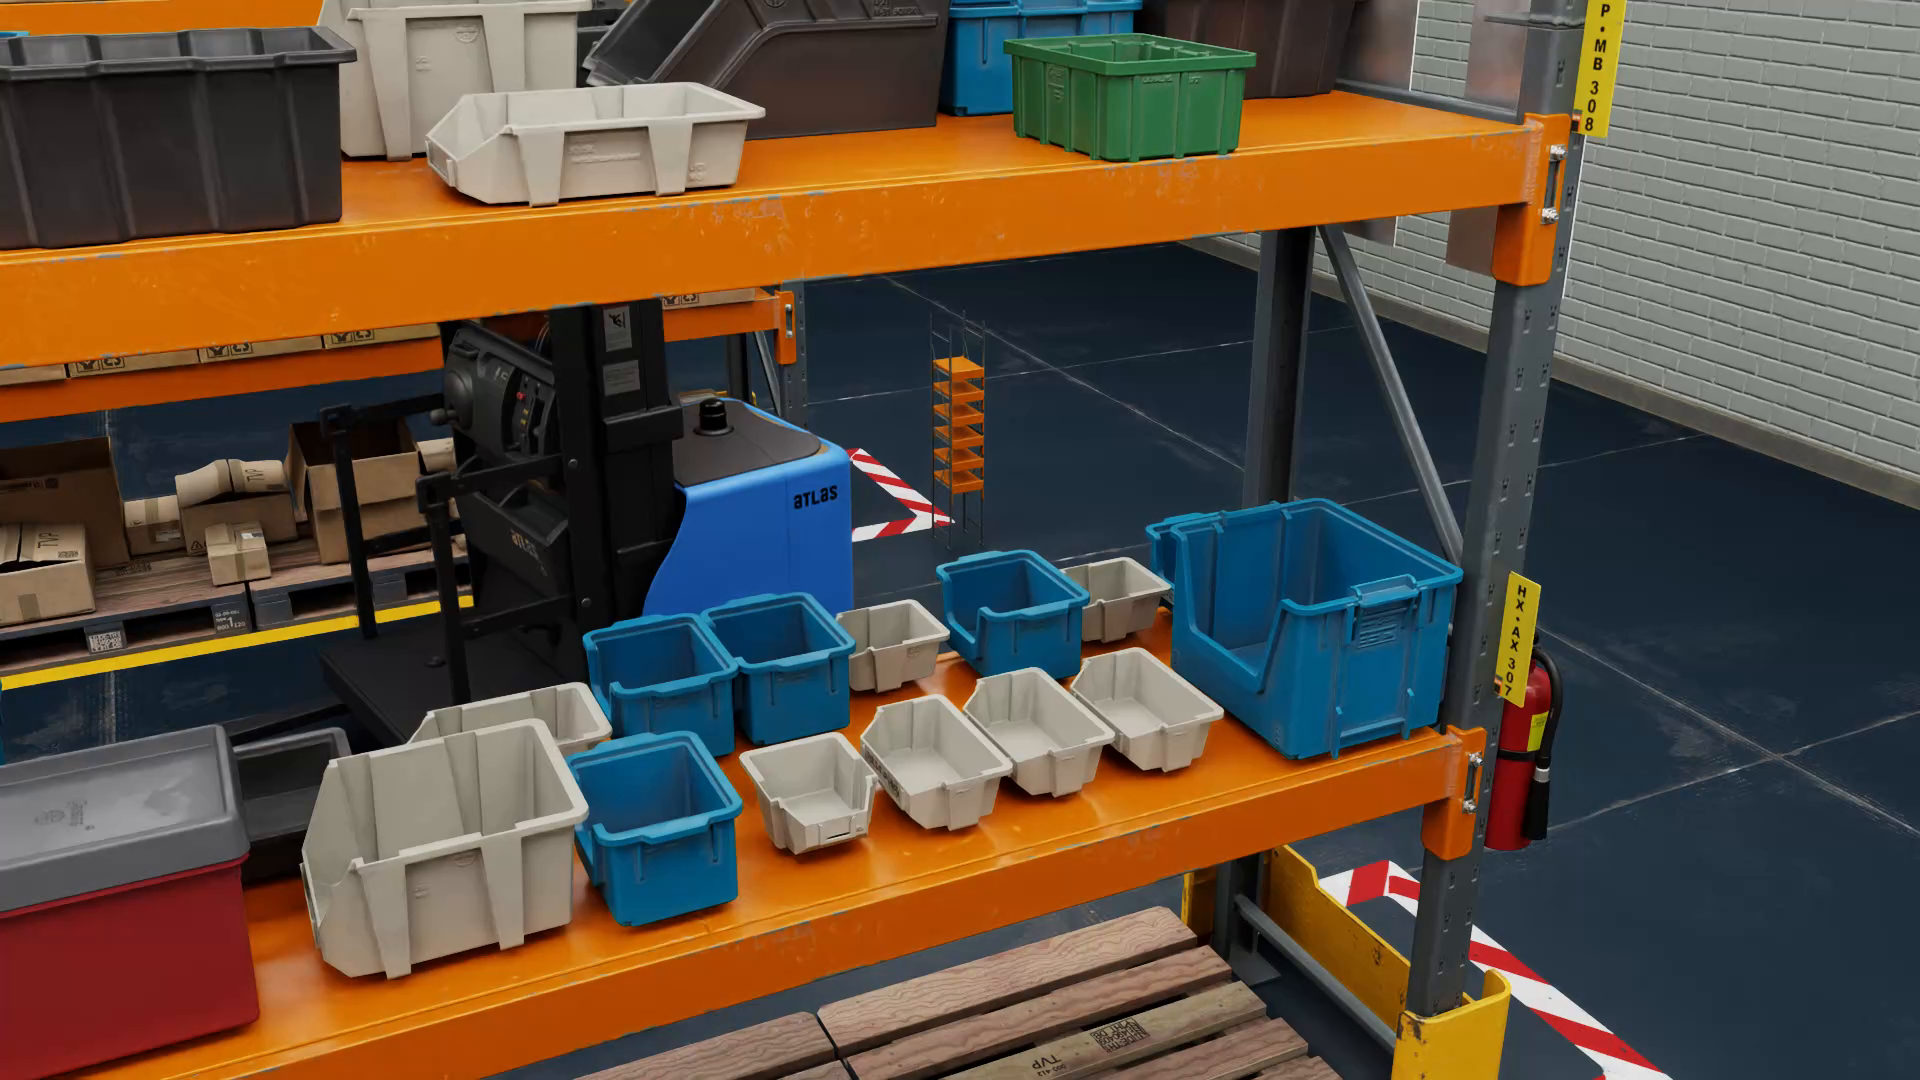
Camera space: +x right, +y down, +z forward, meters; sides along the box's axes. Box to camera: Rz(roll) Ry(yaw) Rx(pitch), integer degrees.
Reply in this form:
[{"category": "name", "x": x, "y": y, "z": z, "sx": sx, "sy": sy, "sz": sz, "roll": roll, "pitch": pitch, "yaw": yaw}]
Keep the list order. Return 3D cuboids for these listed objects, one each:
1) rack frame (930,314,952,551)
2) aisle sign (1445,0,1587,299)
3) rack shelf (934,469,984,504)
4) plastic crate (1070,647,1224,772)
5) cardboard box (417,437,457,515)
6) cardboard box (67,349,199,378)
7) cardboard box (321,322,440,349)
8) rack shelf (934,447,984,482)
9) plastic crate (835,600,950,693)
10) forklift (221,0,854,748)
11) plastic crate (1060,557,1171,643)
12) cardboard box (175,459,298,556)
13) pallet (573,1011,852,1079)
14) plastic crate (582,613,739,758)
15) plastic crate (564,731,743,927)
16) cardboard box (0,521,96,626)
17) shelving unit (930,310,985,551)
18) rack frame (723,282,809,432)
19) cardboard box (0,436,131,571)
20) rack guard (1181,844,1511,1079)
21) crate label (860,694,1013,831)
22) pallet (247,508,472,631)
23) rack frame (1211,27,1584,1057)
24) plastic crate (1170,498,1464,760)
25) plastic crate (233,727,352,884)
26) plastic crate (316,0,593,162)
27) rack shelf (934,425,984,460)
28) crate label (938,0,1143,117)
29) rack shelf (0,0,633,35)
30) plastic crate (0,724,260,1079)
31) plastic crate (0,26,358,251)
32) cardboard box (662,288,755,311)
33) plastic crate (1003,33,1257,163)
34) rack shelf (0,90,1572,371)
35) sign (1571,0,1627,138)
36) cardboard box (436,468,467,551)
[{"category": "rack frame", "x": -0.095, "y": -0.537, "z": 8.478, "sx": 0.006, "sy": 1.200, "sz": 0.240, "roll": -10, "pitch": 25, "yaw": -24}, {"category": "aisle sign", "x": 1.287, "y": -0.981, "z": 3.800, "sx": 0.004, "sy": 0.787, "sz": 0.394, "roll": -10, "pitch": 25, "yaw": -24}, {"category": "rack shelf", "x": -0.013, "y": -0.289, "z": 8.624, "sx": 0.180, "sy": 0.103, "sz": 0.258, "roll": -10, "pitch": 25, "yaw": -24}, {"category": "plastic crate", "x": 0.439, "y": 0.423, "z": 4.074, "sx": 0.243, "sy": 0.136, "sz": 0.396, "roll": -10, "pitch": 25, "yaw": -24}, {"category": "cardboard box", "x": -2.564, "y": -0.351, "z": 8.697, "sx": 0.500, "sy": 0.250, "sz": 0.500, "roll": -10, "pitch": 25, "yaw": -24}, {"category": "cardboard box", "x": -3.616, "y": -1.036, "z": 7.201, "sx": 0.500, "sy": 0.500, "sz": 0.500, "roll": -10, "pitch": 24, "yaw": -23}, {"category": "cardboard box", "x": -2.707, "y": -1.203, "z": 7.604, "sx": 0.500, "sy": 0.500, "sz": 0.500, "roll": -11, "pitch": 25, "yaw": -24}, {"category": "rack shelf", "x": -0.013, "y": -0.400, "z": 8.578, "sx": 0.180, "sy": 0.103, "sz": 0.258, "roll": -10, "pitch": 25, "yaw": -24}, {"category": "plastic crate", "x": -0.206, "y": 0.290, "z": 4.395, "sx": 0.298, "sy": 0.136, "sz": 0.250, "roll": -10, "pitch": 25, "yaw": -24}, {"category": "forklift", "x": -1.913, "y": -0.532, "z": 6.202, "sx": 3.031, "sy": 2.935, "sz": 1.130, "roll": -17, "pitch": 28, "yaw": -35}, {"category": "plastic crate", "x": 0.405, "y": 0.177, "z": 4.667, "sx": 0.298, "sy": 0.136, "sz": 0.250, "roll": -10, "pitch": 25, "yaw": -24}, {"category": "cardboard box", "x": -3.588, "y": -0.191, "z": 8.230, "sx": 0.500, "sy": 0.311, "sz": 0.500, "roll": -10, "pitch": 25, "yaw": -24}, {"category": "pallet", "x": -0.762, "y": 1.744, "z": 4.262, "sx": 1.213, "sy": 0.211, "sz": 1.003, "roll": -10, "pitch": 25, "yaw": -24}, {"category": "plastic crate", "x": -0.727, "y": 0.376, "z": 4.060, "sx": 0.300, "sy": 0.233, "sz": 0.416, "roll": -10, "pitch": 25, "yaw": -24}, {"category": "plastic crate", "x": -0.644, "y": 0.609, "z": 3.496, "sx": 0.300, "sy": 0.233, "sz": 0.416, "roll": -10, "pitch": 25, "yaw": -24}, {"category": "cardboard box", "x": -4.182, "y": 0.131, "z": 7.453, "sx": 0.500, "sy": 0.311, "sz": 0.500, "roll": -10, "pitch": 25, "yaw": -24}, {"category": "shelving unit", "x": -0.013, "y": -0.552, "z": 8.515, "sx": 0.189, "sy": 1.200, "sz": 0.258, "roll": -10, "pitch": 25, "yaw": -24}, {"category": "rack frame", "x": -1.050, "y": -1.577, "z": 8.638, "sx": 0.127, "sy": 3.000, "sz": 1.000, "roll": -10, "pitch": 25, "yaw": -24}, {"category": "cardboard box", "x": -4.263, "y": -0.154, "z": 7.893, "sx": 0.500, "sy": 0.500, "sz": 0.500, "roll": -10, "pitch": 25, "yaw": -24}, {"category": "rack guard", "x": 1.111, "y": 1.277, "z": 5.011, "sx": 0.348, "sy": 0.500, "sz": 1.175, "roll": -10, "pitch": 25, "yaw": -24}, {"category": "crate label", "x": -0.069, "y": 0.520, "z": 3.837, "sx": 0.243, "sy": 0.136, "sz": 0.396, "roll": -10, "pitch": 25, "yaw": -24}, {"category": "pallet", "x": -2.934, "y": 0.058, "z": 8.335, "sx": 1.213, "sy": 0.211, "sz": 1.003, "roll": -10, "pitch": 25, "yaw": -24}, {"category": "rack frame", "x": 1.095, "y": 0.131, "z": 4.512, "sx": 0.127, "sy": 3.000, "sz": 1.000, "roll": -10, "pitch": 25, "yaw": -24}, {"category": "plastic crate", "x": 0.875, "y": 0.207, "z": 4.204, "sx": 0.499, "sy": 0.435, "sz": 0.616, "roll": -10, "pitch": 25, "yaw": -24}, {"category": "plastic crate", "x": -1.617, "y": 0.615, "z": 3.623, "sx": 0.590, "sy": 0.125, "sz": 0.437, "roll": -10, "pitch": 25, "yaw": -24}, {"category": "plastic crate", "x": -1.035, "y": -0.939, "z": 3.330, "sx": 0.530, "sy": 0.282, "sz": 0.437, "roll": -10, "pitch": 25, "yaw": -24}, {"category": "rack shelf", "x": -0.013, "y": -0.511, "z": 8.532, "sx": 0.180, "sy": 0.103, "sz": 0.258, "roll": -10, "pitch": 25, "yaw": -24}, {"category": "crate label", "x": 0.124, "y": -1.145, "z": 3.866, "sx": 0.502, "sy": 0.251, "sz": 0.408, "roll": -10, "pitch": 25, "yaw": -24}, {"category": "rack shelf", "x": -2.852, "y": -2.299, "z": 7.400, "sx": 4.000, "sy": 0.370, "sz": 1.077, "roll": -10, "pitch": 25, "yaw": -24}, {"category": "plastic crate", "x": -1.596, "y": 0.675, "z": 3.034, "sx": 0.583, "sy": 0.464, "sz": 0.402, "roll": -10, "pitch": 25, "yaw": -24}, {"category": "plastic crate", "x": -1.271, "y": -0.643, "z": 2.630, "sx": 0.590, "sy": 0.269, "sz": 0.497, "roll": -10, "pitch": 25, "yaw": -24}, {"category": "cardboard box", "x": -1.335, "y": -1.455, "z": 8.212, "sx": 0.500, "sy": 0.500, "sz": 0.500, "roll": -10, "pitch": 24, "yaw": -22}, {"category": "plastic crate", "x": 0.331, "y": -0.895, "z": 3.346, "sx": 0.336, "sy": 0.188, "sz": 0.450, "roll": -10, "pitch": 25, "yaw": -24}, {"category": "rack shelf", "x": -0.707, "y": -0.591, "z": 3.275, "sx": 4.000, "sy": 0.370, "sz": 1.077, "roll": -10, "pitch": 25, "yaw": -24}, {"category": "sign", "x": 1.349, "y": -1.020, "z": 3.507, "sx": 0.005, "sy": 0.325, "sz": 0.100, "roll": -10, "pitch": 25, "yaw": -24}, {"category": "cardboard box", "x": -2.302, "y": -0.187, "z": 8.301, "sx": 0.500, "sy": 0.250, "sz": 0.500, "roll": -10, "pitch": 25, "yaw": -24}]
